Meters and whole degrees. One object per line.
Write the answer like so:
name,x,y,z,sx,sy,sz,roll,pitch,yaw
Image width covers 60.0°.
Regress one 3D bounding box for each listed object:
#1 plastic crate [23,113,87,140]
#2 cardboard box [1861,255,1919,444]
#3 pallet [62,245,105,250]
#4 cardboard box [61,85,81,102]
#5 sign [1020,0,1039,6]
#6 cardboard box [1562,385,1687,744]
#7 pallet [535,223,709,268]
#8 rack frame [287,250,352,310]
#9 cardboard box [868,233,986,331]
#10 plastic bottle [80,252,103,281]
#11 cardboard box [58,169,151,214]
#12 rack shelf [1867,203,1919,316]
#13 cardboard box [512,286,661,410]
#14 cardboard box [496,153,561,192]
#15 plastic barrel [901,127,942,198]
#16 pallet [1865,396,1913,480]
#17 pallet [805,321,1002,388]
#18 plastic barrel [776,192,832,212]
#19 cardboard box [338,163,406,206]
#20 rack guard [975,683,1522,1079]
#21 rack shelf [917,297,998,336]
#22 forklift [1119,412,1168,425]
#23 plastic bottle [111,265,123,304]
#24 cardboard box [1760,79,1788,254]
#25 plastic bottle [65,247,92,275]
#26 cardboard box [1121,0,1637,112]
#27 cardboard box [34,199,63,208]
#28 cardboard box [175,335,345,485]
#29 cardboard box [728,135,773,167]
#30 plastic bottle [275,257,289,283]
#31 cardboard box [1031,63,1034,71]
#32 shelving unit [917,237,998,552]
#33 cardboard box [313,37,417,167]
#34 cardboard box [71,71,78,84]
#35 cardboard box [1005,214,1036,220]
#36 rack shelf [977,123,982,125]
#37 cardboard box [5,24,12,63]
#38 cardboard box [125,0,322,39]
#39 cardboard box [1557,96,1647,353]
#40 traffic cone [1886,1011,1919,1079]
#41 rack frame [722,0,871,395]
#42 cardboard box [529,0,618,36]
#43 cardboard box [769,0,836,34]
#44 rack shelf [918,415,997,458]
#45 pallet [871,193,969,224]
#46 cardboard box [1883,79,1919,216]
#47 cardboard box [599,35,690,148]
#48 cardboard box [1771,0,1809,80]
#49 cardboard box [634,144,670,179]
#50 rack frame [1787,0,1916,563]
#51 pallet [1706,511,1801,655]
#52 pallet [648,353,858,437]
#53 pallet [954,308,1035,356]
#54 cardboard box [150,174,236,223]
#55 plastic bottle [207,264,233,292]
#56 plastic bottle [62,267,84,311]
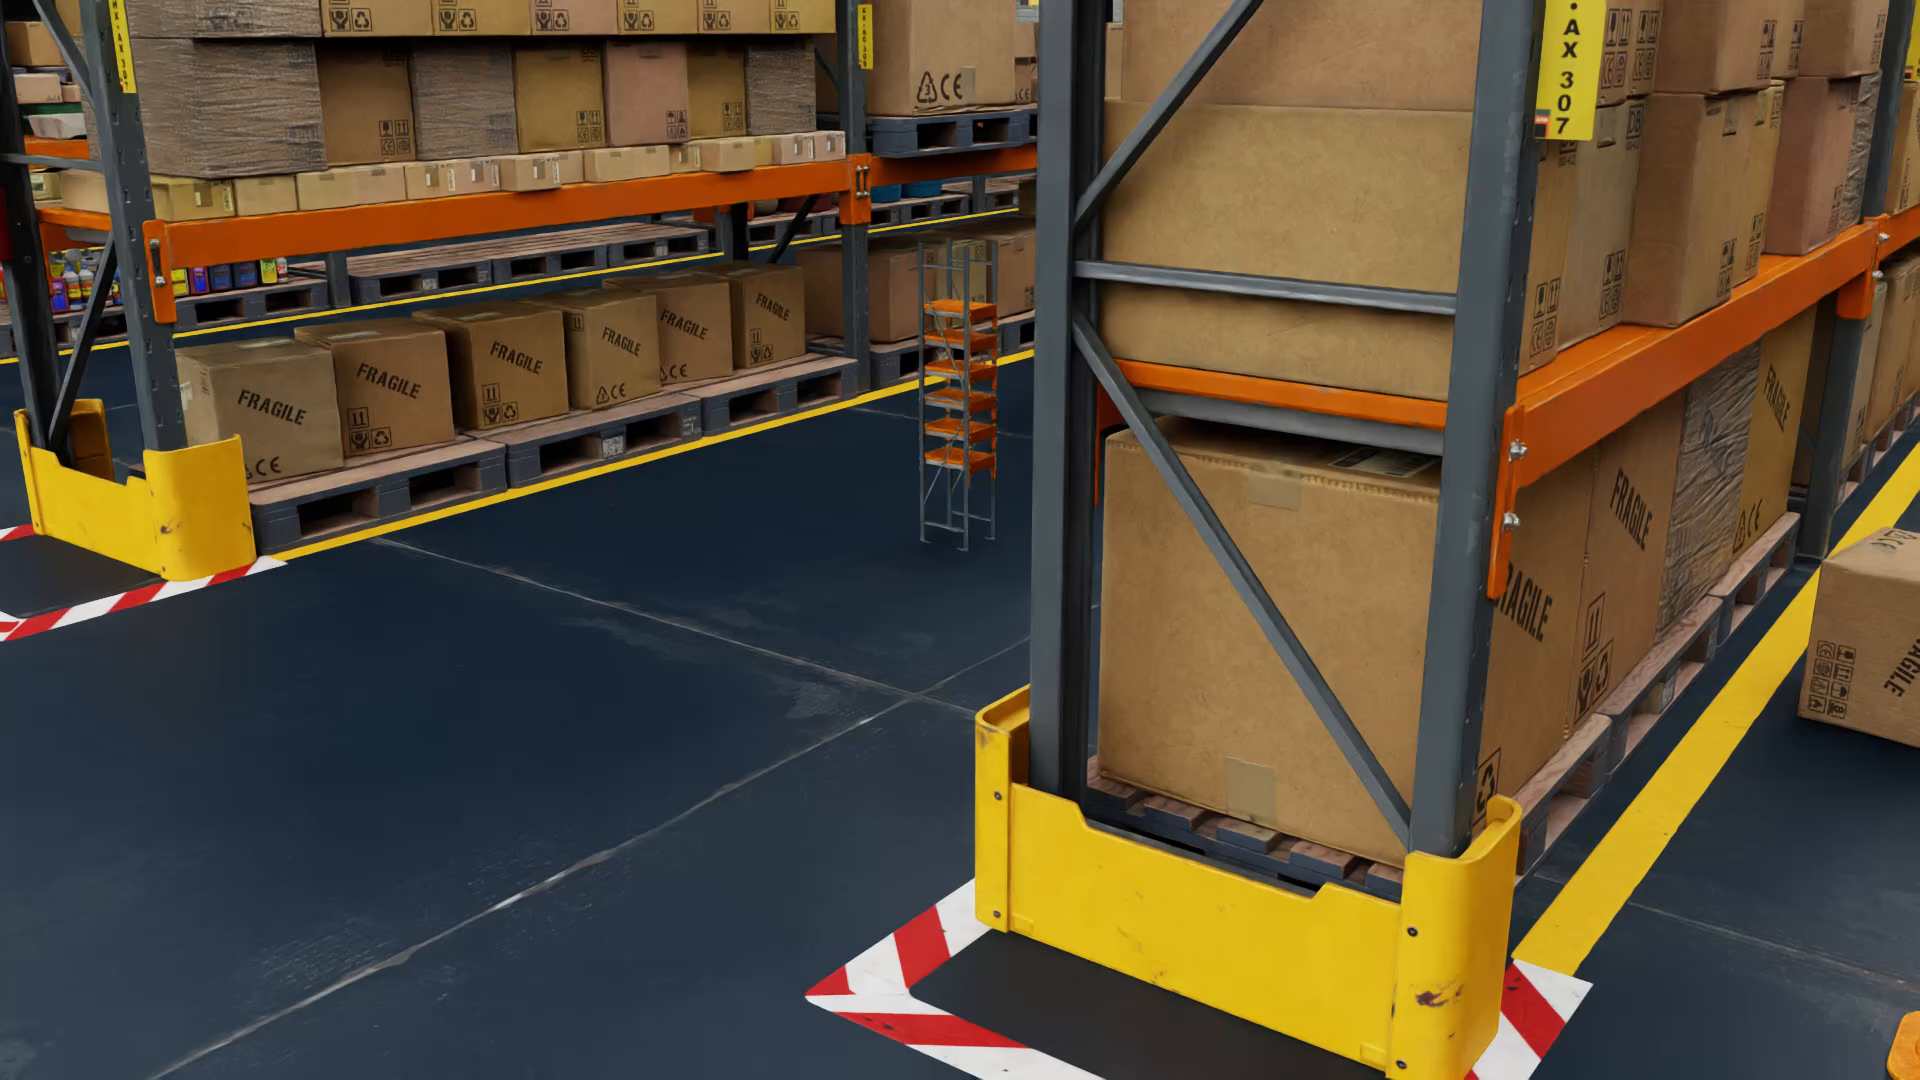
plastic crate,-5.687,-2.664,10.710,0.530,0.136,0.437,12,21,35
cardboard box,3.853,-0.965,7.878,1.050,0.750,0.750,12,21,35
pallet,-8.491,-2.949,15.883,1.003,0.211,1.213,12,21,35
cardboard box,-8.207,-4.153,15.482,0.380,0.149,0.250,12,21,35
sign,0.167,-1.258,3.387,0.100,0.325,0.005,12,21,35
cardboard box,1.468,-0.062,4.761,0.875,0.875,0.875,12,21,34
pallet,-3.033,-2.665,14.970,1.003,0.211,1.213,12,21,35
rack frame,-4.923,-3.222,12.060,1.000,3.000,0.127,12,21,35
cardboard box,-0.263,-1.616,10.361,0.700,0.500,0.500,12,21,34
plastic bottle,-5.969,-1.846,11.480,0.152,0.276,0.135,12,21,35
cardboard box,-3.325,-1.378,6.547,0.380,0.149,0.250,12,21,35
rack shelf,4.169,-1.579,7.983,1.077,0.370,4.000,12,21,35
cardboard box,-1.858,-0.966,8.302,0.500,0.500,0.500,10,20,30
cardboard box,-1.996,-1.640,7.390,0.380,0.149,0.250,12,21,35
plastic barrel,-0.494,-4.199,18.038,0.600,0.901,0.708,12,21,35
pallet,4.104,-0.603,8.330,1.003,0.211,1.213,12,21,35
pallet,-0.483,-1.200,10.254,1.003,0.211,1.213,12,21,35
plastic barrel,-1.589,-3.612,16.675,0.600,0.588,0.708,12,21,35
cardboard box,-2.510,-1.476,6.862,0.380,0.149,0.250,12,21,35
rack guard,0.580,0.706,3.626,1.175,0.500,0.348,12,21,35
rack shelf,-0.009,-0.871,6.461,0.258,0.103,0.180,12,21,35
forklift,1.822,-2.254,9.061,1.130,2.935,3.031,11,20,31
plastic bottle,-5.591,-1.707,11.040,0.097,0.271,0.097,0,17,0
cardboard box,2.042,-1.185,5.248,0.875,0.550,0.550,12,21,35
plastic bottle,-6.103,-1.902,11.534,0.144,0.351,0.185,12,21,34
cardboard box,0.847,-1.162,3.354,0.875,0.550,0.550,12,21,35
cardboard box,-8.460,-3.038,15.396,0.500,0.250,0.500,12,21,33
cardboard box,-2.943,-0.546,6.952,0.500,0.500,0.500,-15,23,-40
cardboard box,-1.191,-2.017,8.603,0.380,0.149,0.250,12,21,35
plastic bottle,-4.889,-1.954,11.955,0.097,0.201,0.097,0,17,0
cardboard box,0.255,-3.070,11.115,0.500,0.250,0.500,12,21,33
shelving unit,-0.009,-0.570,6.555,0.258,1.200,0.189,12,21,35
cardboard box,-2.777,-1.850,6.973,0.875,0.500,0.500,12,21,35
cardboard box,-8.114,-4.451,15.851,0.500,0.500,0.500,14,22,39
cardboard box,0.735,-2.018,11.657,0.700,0.500,0.500,10,20,30
rack shelf,-1.348,-4.307,16.769,1.077,0.370,4.000,12,21,35
cardboard box,-11.493,-5.769,19.351,0.700,0.500,0.500,12,21,35
cardboard box,-2.782,-2.144,6.234,0.500,0.500,0.500,12,21,35
cardboard box,1.089,-0.796,3.997,0.875,0.550,0.550,12,21,35
traffic cone,2.051,0.843,3.250,0.336,0.463,0.334,12,21,35
rack frame,-0.945,-2.346,9.242,1.000,3.000,0.127,12,21,35
cardboard box,-1.889,-2.501,7.384,0.500,0.500,0.500,12,21,35
cardboard box,-0.992,-2.858,8.533,0.500,0.500,0.500,12,21,35
rack shelf,-0.009,-0.413,6.603,0.258,0.103,0.180,12,21,35
pallet,-0.650,-3.619,18.042,1.003,0.211,1.213,12,21,35
cardboard box,3.507,-1.571,6.577,0.500,0.500,0.500,13,21,35
cardboard box,-1.806,-2.190,8.069,0.875,0.500,0.500,12,21,35
cardboard box,2.064,-1.696,5.072,0.875,0.550,0.550,12,21,35
cardboard box,-1.622,-1.834,8.017,0.380,0.149,0.250,12,21,35
rack frame,2.978,-1.446,6.342,1.000,3.000,0.127,12,21,35
pallet,2.462,0.053,6.217,1.003,0.211,1.213,12,21,35
pallet,-1.317,-0.849,9.120,1.003,0.211,1.213,12,21,35
pallet,0.244,-1.492,11.193,1.003,0.211,1.213,12,21,35
cardboard box,-2.967,-1.300,6.294,0.380,0.149,0.250,12,21,35
plastic bottle,-5.190,-1.917,11.583,0.144,0.351,0.185,11,20,32
plastic bottle,-5.772,-1.635,10.808,0.097,0.271,0.097,0,17,0
